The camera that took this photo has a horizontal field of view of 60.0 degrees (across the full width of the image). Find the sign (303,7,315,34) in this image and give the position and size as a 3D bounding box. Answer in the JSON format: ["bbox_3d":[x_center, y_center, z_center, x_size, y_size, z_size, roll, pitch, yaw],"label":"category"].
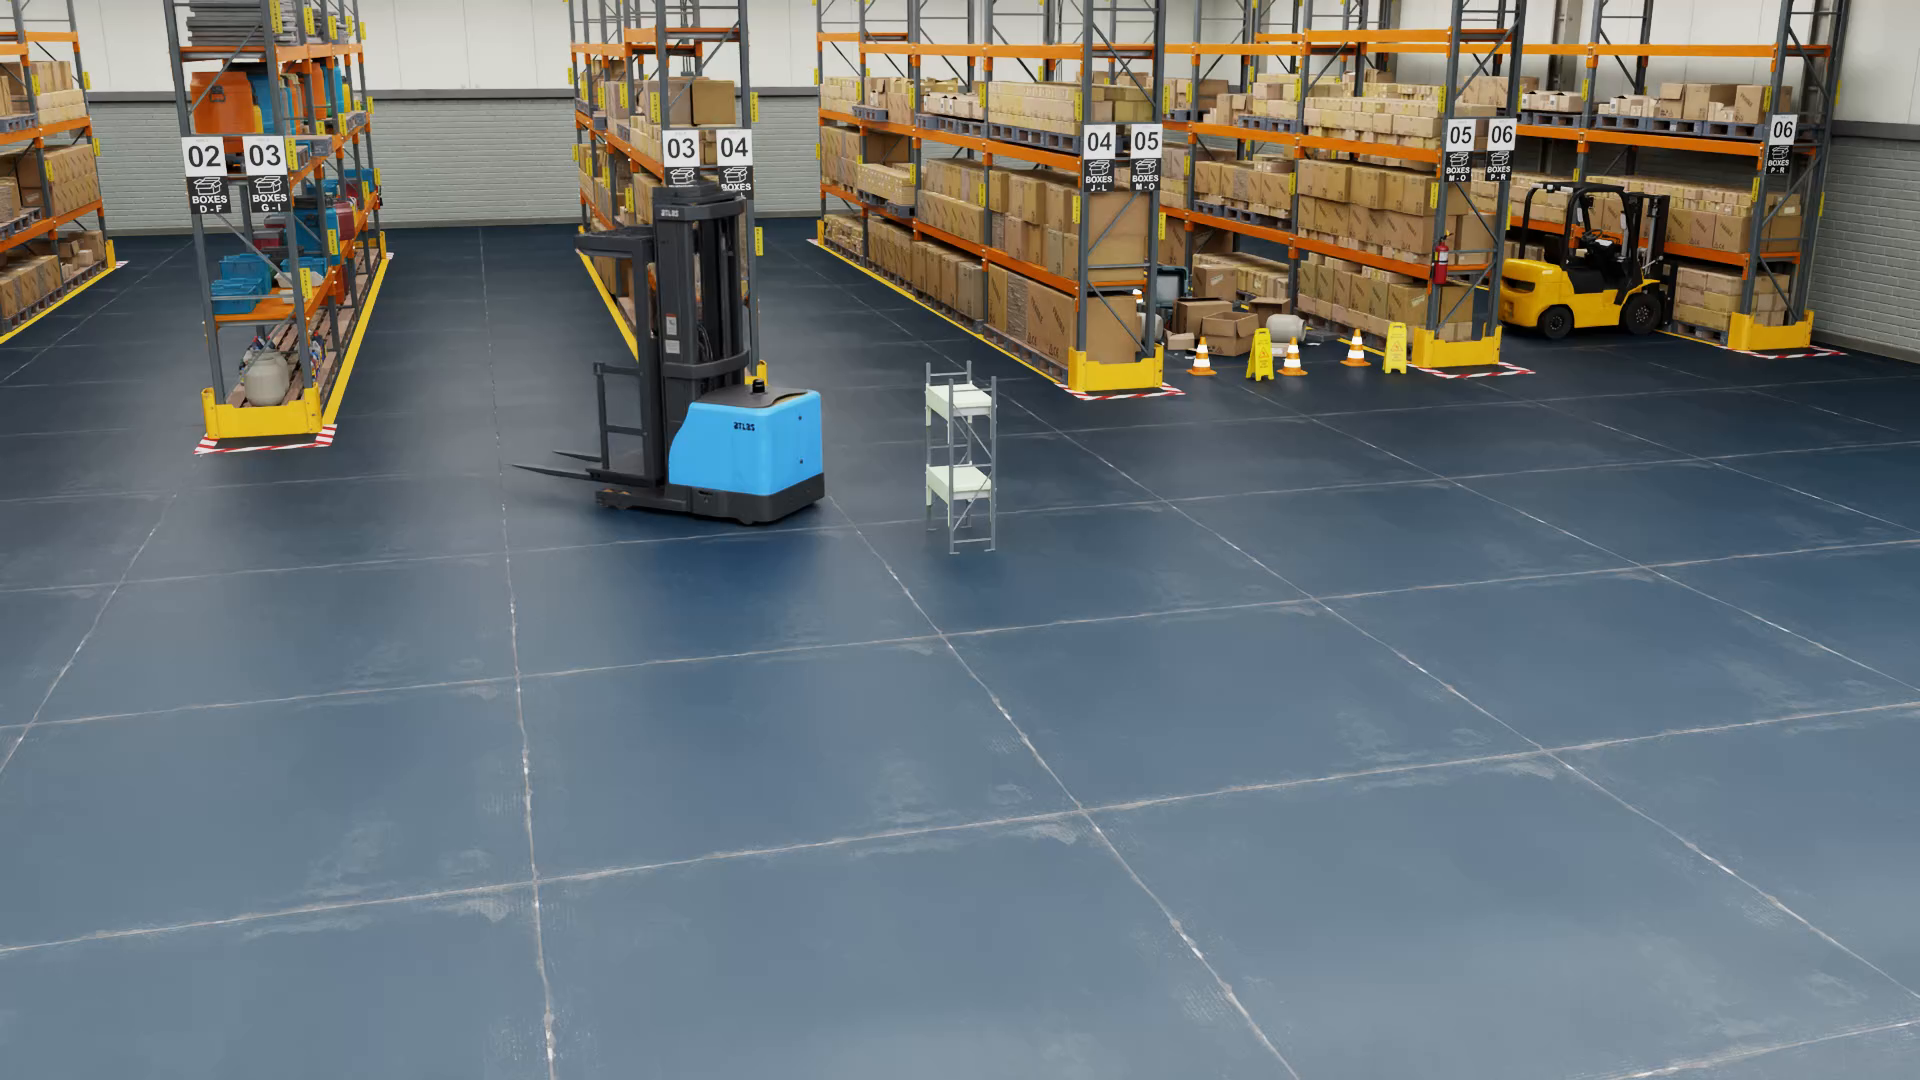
[{"bbox_3d":[-8.187,-6.530,20.912,0.100,0.325,0.005,-5,17,-15],"label":"sign"}]

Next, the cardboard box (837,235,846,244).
[{"bbox_3d":[-2.285,-6.105,33.786,0.380,0.149,0.250,-6,18,-18],"label":"cardboard box"}]

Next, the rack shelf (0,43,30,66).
[{"bbox_3d":[-15.132,-7.322,25.133,1.077,0.370,4.000,-5,17,-15],"label":"rack shelf"}]

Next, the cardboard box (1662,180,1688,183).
[{"bbox_3d":[11.017,-5.439,25.526,0.380,0.149,0.250,-5,17,-16],"label":"cardboard box"}]

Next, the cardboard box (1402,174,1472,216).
[{"bbox_3d":[6.320,-4.578,22.050,0.700,0.500,0.500,-5,17,-17],"label":"cardboard box"}]

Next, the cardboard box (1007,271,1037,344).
[{"bbox_3d":[1.197,-3.227,22.945,0.875,0.875,0.875,-5,17,-15],"label":"cardboard box"}]

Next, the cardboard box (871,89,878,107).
[{"bbox_3d":[-1.319,-8.020,30.148,0.500,0.311,0.500,-5,17,-16],"label":"cardboard box"}]

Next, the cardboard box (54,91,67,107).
[{"bbox_3d":[-15.979,-7.713,29.092,0.500,0.250,0.500,-5,17,-15],"label":"cardboard box"}]

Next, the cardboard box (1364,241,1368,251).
[{"bbox_3d":[5.961,-4.176,23.575,0.380,0.149,0.250,-5,17,-15],"label":"cardboard box"}]

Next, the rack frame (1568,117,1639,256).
[{"bbox_3d":[10.343,-5.285,26.832,1.000,3.000,0.127,-5,17,-15],"label":"rack frame"}]

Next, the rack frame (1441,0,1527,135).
[{"bbox_3d":[6.671,-6.658,20.975,1.000,3.000,0.127,-5,17,-15],"label":"rack frame"}]

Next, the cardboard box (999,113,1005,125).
[{"bbox_3d":[0.753,-5.769,22.763,0.380,0.149,0.250,-5,17,-15],"label":"cardboard box"}]

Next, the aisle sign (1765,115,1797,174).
[{"bbox_3d":[11.178,-5.382,22.637,0.394,0.787,0.004,-5,17,-15],"label":"aisle sign"}]

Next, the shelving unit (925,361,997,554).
[{"bbox_3d":[0.002,-0.716,14.230,0.431,1.500,0.755,-5,17,-15],"label":"shelving unit"}]

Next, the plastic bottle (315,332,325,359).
[{"bbox_3d":[-8.265,-2.503,21.411,0.144,0.351,0.185,-5,17,-17],"label":"plastic bottle"}]

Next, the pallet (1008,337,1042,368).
[{"bbox_3d":[1.312,-2.582,22.681,1.003,0.211,1.213,-5,17,-15],"label":"pallet"}]

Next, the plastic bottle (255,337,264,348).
[{"bbox_3d":[-8.896,-2.402,21.075,0.144,0.351,0.185,-4,17,-14],"label":"plastic bottle"}]

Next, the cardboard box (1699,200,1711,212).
[{"bbox_3d":[10.909,-4.825,24.000,0.380,0.149,0.250,-5,17,-16],"label":"cardboard box"}]

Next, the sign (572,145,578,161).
[{"bbox_3d":[-7.790,-7.837,33.687,0.100,0.325,0.005,-5,17,-15],"label":"sign"}]

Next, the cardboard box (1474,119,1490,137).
[{"bbox_3d":[6.789,-5.452,21.919,0.500,0.250,0.500,-5,17,-16],"label":"cardboard box"}]

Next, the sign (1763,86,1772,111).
[{"bbox_3d":[10.917,-5.962,22.471,0.100,0.325,0.005,-5,17,-15],"label":"sign"}]

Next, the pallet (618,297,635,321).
[{"bbox_3d":[-4.843,-3.663,26.278,1.003,0.211,1.213,-5,17,-15],"label":"pallet"}]

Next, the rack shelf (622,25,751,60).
[{"bbox_3d":[-3.407,-6.082,20.313,1.077,0.370,4.000,-5,17,-15],"label":"rack shelf"}]

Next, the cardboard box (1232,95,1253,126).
[{"bbox_3d":[4.919,-7.064,27.362,0.797,0.503,0.637,-5,17,-15],"label":"cardboard box"}]

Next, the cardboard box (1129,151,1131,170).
[{"bbox_3d":[3.519,-7.209,31.326,0.500,0.500,0.500,-5,17,-17],"label":"cardboard box"}]

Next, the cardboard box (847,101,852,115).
[{"bbox_3d":[-1.879,-8.303,31.926,0.500,0.250,0.500,-5,17,-15],"label":"cardboard box"}]

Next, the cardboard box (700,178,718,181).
[{"bbox_3d":[-3.294,-4.398,21.450,0.500,0.500,0.500,-5,17,-15],"label":"cardboard box"}]

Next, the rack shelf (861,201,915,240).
[{"bbox_3d":[-0.809,-5.787,29.755,1.077,0.370,4.000,-5,17,-15],"label":"rack shelf"}]

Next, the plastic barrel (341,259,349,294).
[{"bbox_3d":[-10.280,-4.315,27.066,0.600,0.588,0.708,-5,17,-15],"label":"plastic barrel"}]

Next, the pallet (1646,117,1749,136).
[{"bbox_3d":[10.934,-6.108,24.513,1.003,0.211,1.213,-5,17,-15],"label":"pallet"}]

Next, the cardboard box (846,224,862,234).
[{"bbox_3d":[-2.050,-6.165,32.953,0.380,0.149,0.250,-6,18,-18],"label":"cardboard box"}]

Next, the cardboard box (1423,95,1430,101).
[{"bbox_3d":[8.815,-8.174,30.803,0.380,0.149,0.250,-4,17,-14],"label":"cardboard box"}]

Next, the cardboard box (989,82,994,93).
[{"bbox_3d":[0.613,-6.292,23.116,0.380,0.149,0.250,-5,17,-15],"label":"cardboard box"}]

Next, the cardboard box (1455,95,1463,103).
[{"bbox_3d":[9.048,-7.845,29.641,0.380,0.166,0.250,-5,17,-15],"label":"cardboard box"}]

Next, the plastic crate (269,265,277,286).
[{"bbox_3d":[-8.618,-3.217,20.316,0.450,0.188,0.662,-5,17,-15],"label":"plastic crate"}]

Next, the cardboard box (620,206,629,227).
[{"bbox_3d":[-4.817,-4.862,24.954,0.500,0.250,0.500,-5,17,-17],"label":"cardboard box"}]

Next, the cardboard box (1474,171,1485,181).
[{"bbox_3d":[9.302,-6.424,29.324,0.380,0.149,0.250,-4,17,-15],"label":"cardboard box"}]

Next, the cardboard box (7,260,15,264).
[{"bbox_3d":[-15.626,-4.252,26.975,0.500,0.500,0.500,-4,17,-14],"label":"cardboard box"}]

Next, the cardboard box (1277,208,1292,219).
[{"bbox_3d":[5.165,-5.093,25.899,0.380,0.149,0.250,-4,17,-14],"label":"cardboard box"}]

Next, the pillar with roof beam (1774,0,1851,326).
[{"bbox_3d":[7.978,-6.975,22.031,9.100,9.000,0.400,-5,17,-15],"label":"pillar with roof beam"}]

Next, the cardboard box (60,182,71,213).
[{"bbox_3d":[-15.703,-5.890,28.674,0.500,0.500,0.500,-4,17,-14],"label":"cardboard box"}]

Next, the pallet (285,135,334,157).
[{"bbox_3d":[-8.427,-4.871,20.567,1.213,0.211,1.003,-5,17,-15],"label":"pallet"}]

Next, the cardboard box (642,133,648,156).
[{"bbox_3d":[-3.650,-4.898,20.592,0.500,0.250,0.500,-5,17,-16],"label":"cardboard box"}]

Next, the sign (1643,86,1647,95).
[{"bbox_3d":[10.876,-7.051,26.462,0.100,0.325,0.005,-5,17,-15],"label":"sign"}]

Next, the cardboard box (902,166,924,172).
[{"bbox_3d":[-0.845,-6.737,30.337,0.380,0.149,0.250,-5,17,-15],"label":"cardboard box"}]

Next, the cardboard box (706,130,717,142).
[{"bbox_3d":[-2.711,-4.652,19.077,0.380,0.149,0.250,-5,17,-16],"label":"cardboard box"}]

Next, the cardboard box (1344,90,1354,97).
[{"bbox_3d":[7.882,-8.875,33.101,0.380,0.149,0.250,-5,17,-15],"label":"cardboard box"}]

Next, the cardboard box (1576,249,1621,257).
[{"bbox_3d":[10.174,-4.489,26.495,0.500,0.250,0.500,-5,17,-16],"label":"cardboard box"}]

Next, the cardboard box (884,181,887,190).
[{"bbox_3d":[-1.117,-6.187,29.025,0.380,0.149,0.250,-5,17,-16],"label":"cardboard box"}]

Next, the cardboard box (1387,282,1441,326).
[{"bbox_3d":[6.200,-3.229,22.735,0.500,0.500,0.500,-5,17,-15],"label":"cardboard box"}]

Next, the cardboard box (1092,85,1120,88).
[{"bbox_3d":[1.875,-5.712,21.185,0.380,0.149,0.250,-5,17,-16],"label":"cardboard box"}]

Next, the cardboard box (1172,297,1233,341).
[{"bbox_3d":[3.489,-3.198,23.988,0.797,0.637,0.503,-5,17,-15],"label":"cardboard box"}]

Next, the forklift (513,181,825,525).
[{"bbox_3d":[-2.822,-1.810,15.383,3.031,2.935,1.130,8,18,25],"label":"forklift"}]

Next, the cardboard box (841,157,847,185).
[{"bbox_3d":[-2.040,-7.268,32.743,0.500,0.500,0.500,-5,17,-16],"label":"cardboard box"}]
